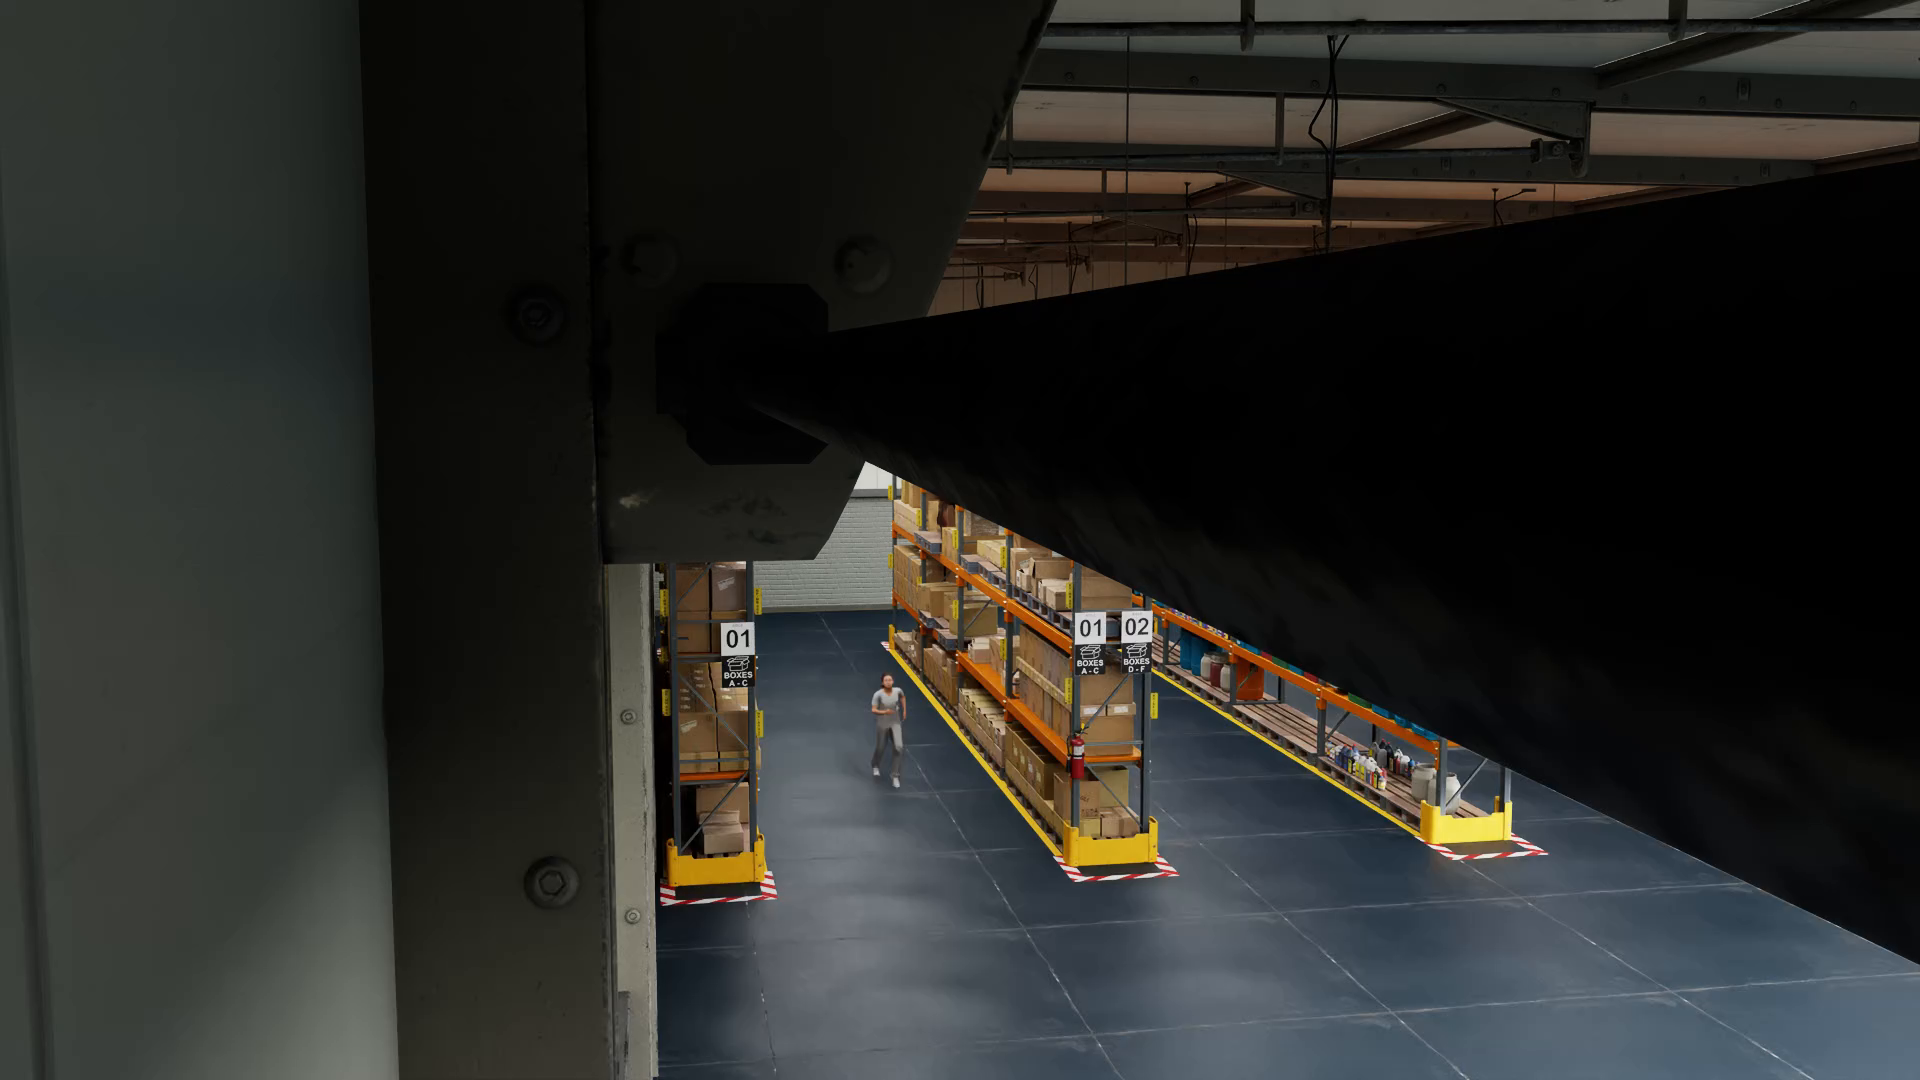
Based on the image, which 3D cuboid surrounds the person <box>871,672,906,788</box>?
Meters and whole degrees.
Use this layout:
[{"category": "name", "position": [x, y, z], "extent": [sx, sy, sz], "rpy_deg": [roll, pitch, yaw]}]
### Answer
[{"category": "person", "position": [-1.075, 2.811, 24.943], "extent": [0.573, 1.709, 0.890], "rpy_deg": [-2, 6, -15]}]
